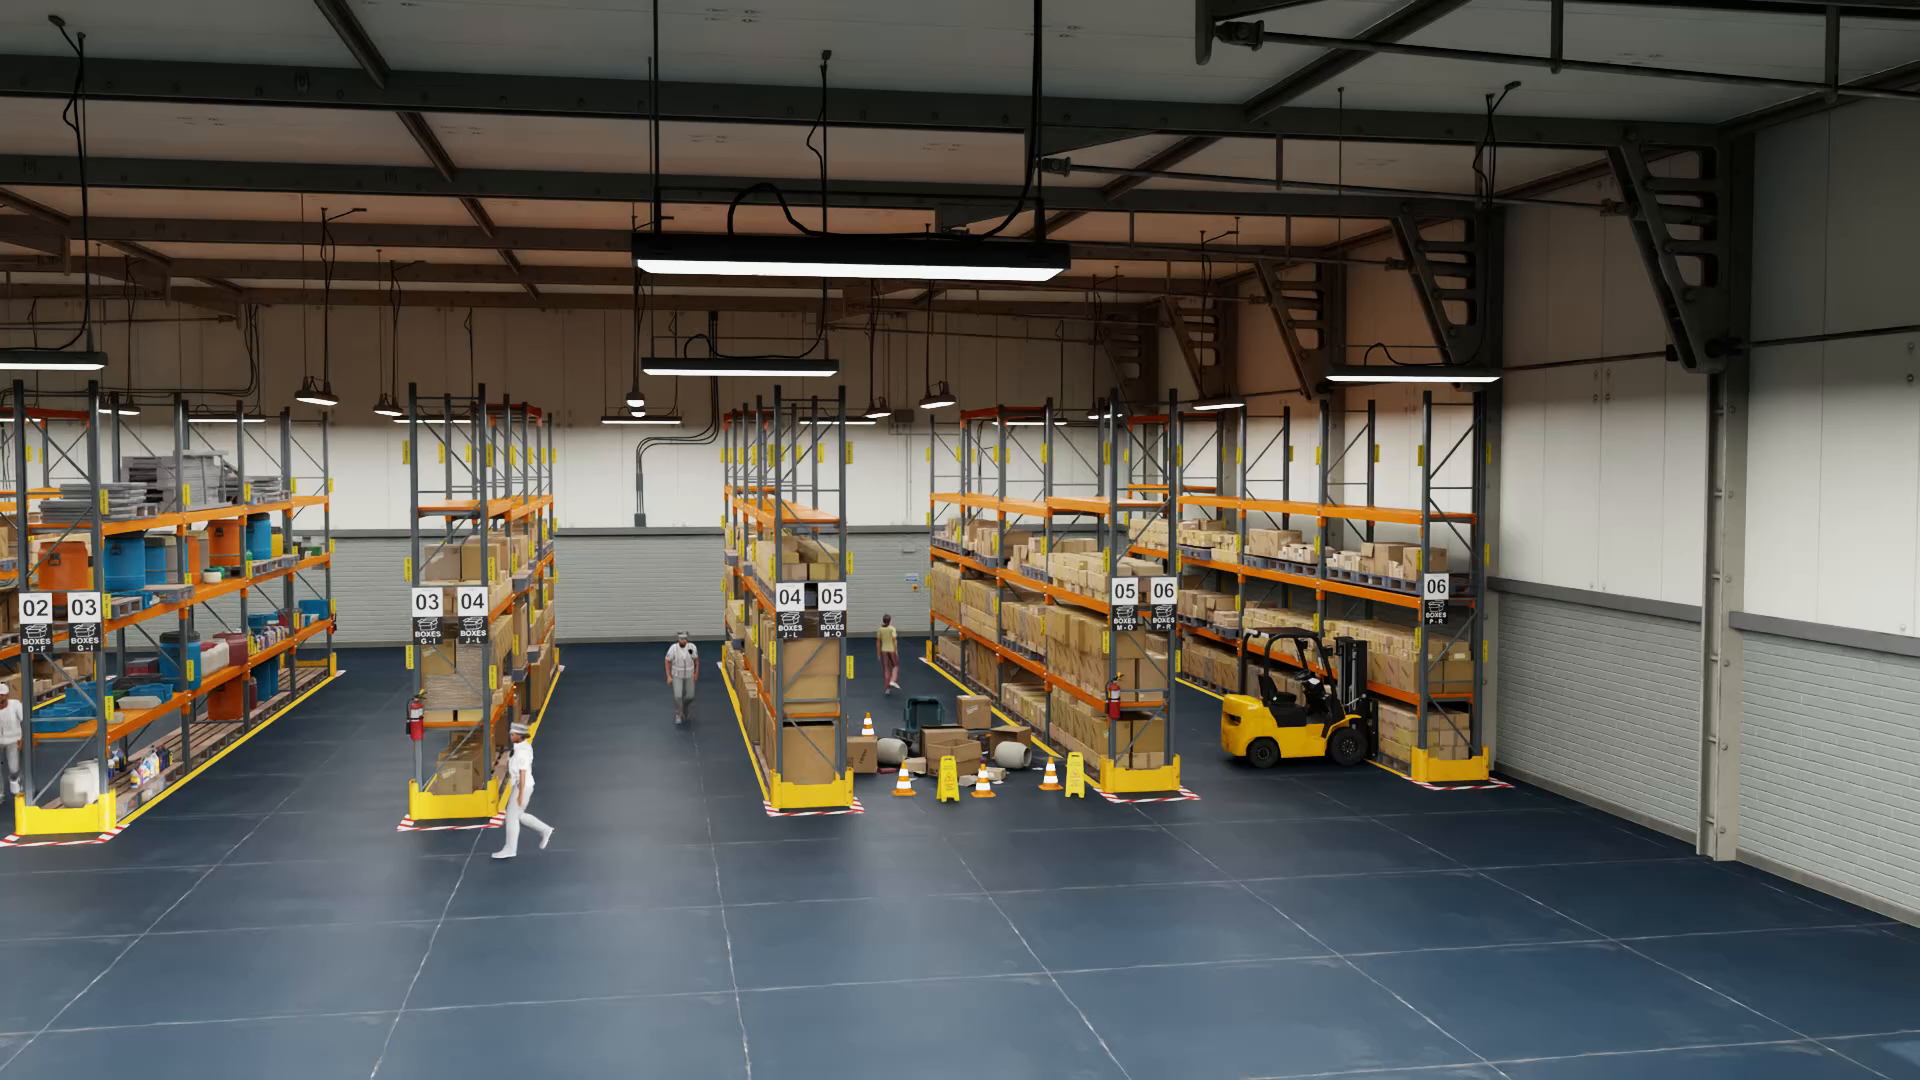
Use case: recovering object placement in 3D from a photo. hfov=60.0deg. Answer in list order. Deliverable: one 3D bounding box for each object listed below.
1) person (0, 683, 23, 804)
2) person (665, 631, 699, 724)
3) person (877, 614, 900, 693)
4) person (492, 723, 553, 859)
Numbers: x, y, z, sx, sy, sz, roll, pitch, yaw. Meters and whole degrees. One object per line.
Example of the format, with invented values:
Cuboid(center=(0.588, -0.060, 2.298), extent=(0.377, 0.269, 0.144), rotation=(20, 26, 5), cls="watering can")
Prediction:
Cuboid(center=(-13.820, 2.919, 24.039), extent=(0.659, 1.744, 0.656), rotation=(-1, 3, -21), cls="person")
Cuboid(center=(-5.244, 2.557, 31.326), extent=(0.626, 1.742, 0.660), rotation=(-1, 3, -20), cls="person")
Cuboid(center=(-1.513, 2.385, 35.057), extent=(0.502, 1.660, 0.457), rotation=(0, 3, 3), cls="person")
Cuboid(center=(-5.480, 3.107, 20.804), extent=(0.748, 1.662, 0.481), rotation=(-1, 3, -15), cls="person")
